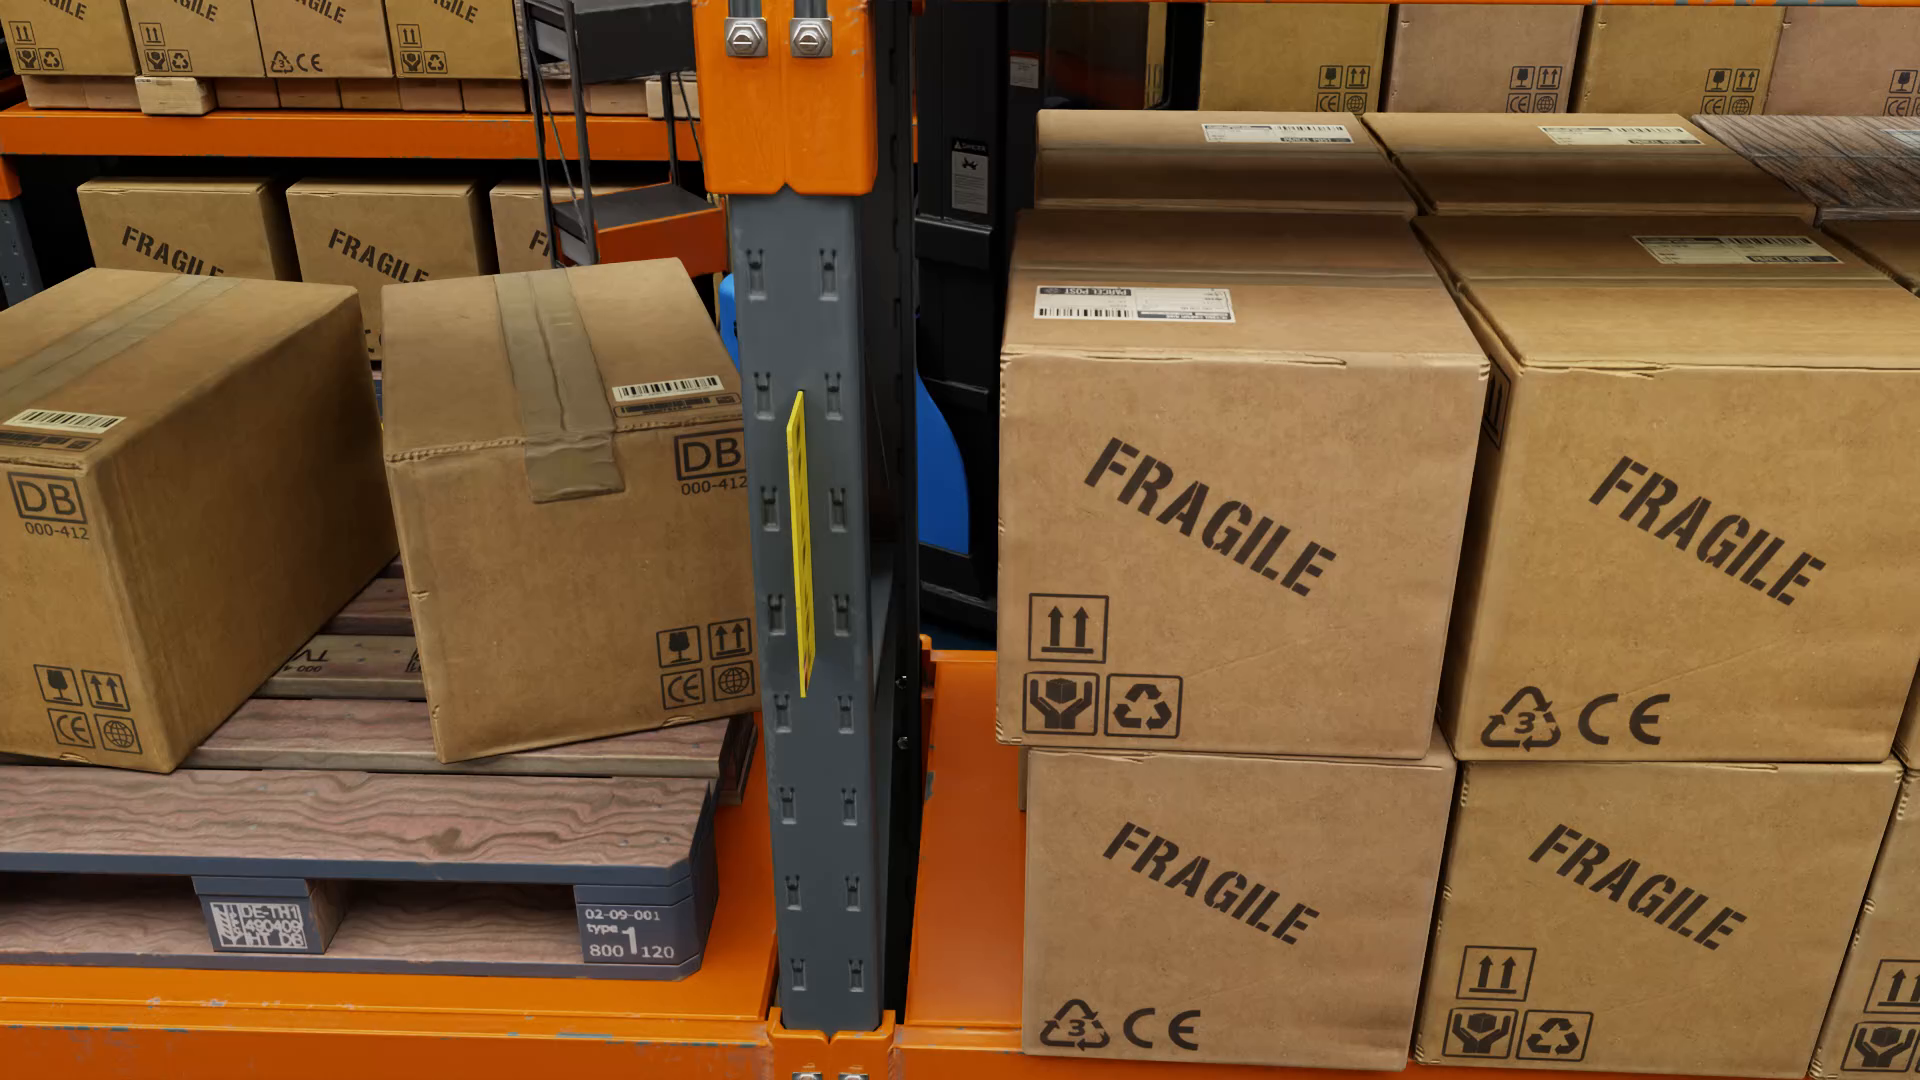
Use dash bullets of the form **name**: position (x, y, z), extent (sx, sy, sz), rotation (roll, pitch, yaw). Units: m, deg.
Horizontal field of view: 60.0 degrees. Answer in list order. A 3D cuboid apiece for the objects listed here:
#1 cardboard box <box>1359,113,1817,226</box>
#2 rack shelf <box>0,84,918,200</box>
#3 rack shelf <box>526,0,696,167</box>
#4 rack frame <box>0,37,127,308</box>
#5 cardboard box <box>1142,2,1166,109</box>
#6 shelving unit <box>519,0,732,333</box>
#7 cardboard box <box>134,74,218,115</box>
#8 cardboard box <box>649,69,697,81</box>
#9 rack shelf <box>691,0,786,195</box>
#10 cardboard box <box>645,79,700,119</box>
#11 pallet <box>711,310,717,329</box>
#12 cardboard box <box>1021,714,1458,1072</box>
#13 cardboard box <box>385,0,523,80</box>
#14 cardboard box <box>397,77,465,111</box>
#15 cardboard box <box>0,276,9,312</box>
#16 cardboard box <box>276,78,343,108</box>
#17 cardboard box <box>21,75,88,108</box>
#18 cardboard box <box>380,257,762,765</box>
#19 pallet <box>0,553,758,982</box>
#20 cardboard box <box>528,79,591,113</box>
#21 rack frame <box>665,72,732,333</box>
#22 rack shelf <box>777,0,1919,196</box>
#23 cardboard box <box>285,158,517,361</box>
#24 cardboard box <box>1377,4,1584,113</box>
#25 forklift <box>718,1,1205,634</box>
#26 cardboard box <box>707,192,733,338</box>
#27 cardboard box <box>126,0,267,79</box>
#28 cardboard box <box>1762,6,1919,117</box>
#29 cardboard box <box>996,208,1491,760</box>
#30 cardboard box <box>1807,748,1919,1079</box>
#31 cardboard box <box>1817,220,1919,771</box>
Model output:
- **cardboard box**: position (0.872, -0.332, 2.499), extent (0.500, 0.500, 0.500), rotation (0, 28, 1)
- **rack shelf**: position (-1.982, -1.774, 7.162), extent (4.000, 0.370, 1.077), rotation (1, 28, 2)
- **rack shelf**: position (-1.120, -1.574, 5.513), extent (0.480, 0.518, 0.431), rotation (-18, 33, -31)
- **rack frame**: position (-3.981, -2.125, 7.056), extent (0.127, 3.000, 1.000), rotation (1, 28, 2)
- **cardboard box**: position (0.558, -2.175, 6.830), extent (0.700, 0.700, 0.980), rotation (1, 28, 3)
- **shelving unit**: position (-1.120, -0.968, 5.834), extent (0.503, 2.100, 0.431), rotation (-18, 33, -31)
- **cardboard box**: position (-3.146, -1.857, 6.797), extent (0.250, 0.149, 0.380), rotation (2, 28, 3)
- **cardboard box**: position (-0.964, -2.137, 6.633), extent (0.500, 0.500, 0.500), rotation (1, 28, 2)
- **rack shelf**: position (-2.153, -0.781, 2.085), extent (4.000, 0.370, 1.077), rotation (1, 28, 2)
- **cardboard box**: position (-1.108, -1.825, 6.737), extent (0.250, 0.149, 0.380), rotation (1, 28, 2)
- **pallet**: position (-0.757, -0.804, 7.542), extent (1.213, 0.211, 1.003), rotation (1, 28, 2)
- **cardboard box**: position (0.345, 0.352, 2.277), extent (0.500, 0.500, 0.500), rotation (2, 28, 3)
- **cardboard box**: position (-1.965, -2.155, 6.667), extent (0.500, 0.500, 0.500), rotation (2, 28, 3)
- **cardboard box**: position (-2.127, -1.889, 6.857), extent (0.250, 0.149, 0.380), rotation (1, 28, 2)
- **cardboard box**: position (-4.702, -1.202, 7.515), extent (0.500, 0.500, 0.700), rotation (1, 28, 3)
- **cardboard box**: position (-2.631, -1.910, 6.897), extent (0.250, 0.149, 0.380), rotation (2, 28, 3)
- **cardboard box**: position (-3.660, -1.909, 6.895), extent (0.250, 0.149, 0.380), rotation (1, 28, 1)
- **cardboard box**: position (-0.620, -0.082, 2.648), extent (0.500, 0.500, 0.700), rotation (-8, 29, -15)
- **pallet**: position (-0.949, 0.280, 2.723), extent (1.213, 0.211, 1.003), rotation (1, 28, 2)
- **cardboard box**: position (-1.599, -1.871, 6.824), extent (0.250, 0.149, 0.380), rotation (0, 28, 0)
- **rack frame**: position (-0.920, -1.034, 5.958), extent (0.015, 2.100, 0.400), rotation (-18, 33, -31)
- **rack shelf**: position (1.844, -0.715, 1.961), extent (4.000, 0.370, 1.077), rotation (1, 28, 2)
- **cardboard box**: position (-2.375, -1.270, 7.289), extent (0.750, 0.750, 0.750), rotation (1, 28, 2)
- **cardboard box**: position (2.015, -2.153, 6.788), extent (0.700, 0.700, 0.980), rotation (0, 28, -1)
- **forklift**: position (0.683, -1.061, 5.122), extent (3.031, 2.935, 1.130), rotation (16, 32, 28)
- **cardboard box**: position (-0.638, -1.245, 7.242), extent (0.750, 0.750, 0.750), rotation (1, 28, 2)
- **cardboard box**: position (-2.981, -2.169, 6.693), extent (0.500, 0.500, 0.500), rotation (2, 28, 3)
- **cardboard box**: position (3.504, -2.129, 6.743), extent (0.700, 0.700, 0.980), rotation (2, 28, 4)
- **cardboard box**: position (0.306, -0.087, 2.036), extent (0.500, 0.500, 0.500), rotation (2, 28, 3)
- **cardboard box**: position (1.357, 0.368, 2.247), extent (0.500, 0.500, 0.500), rotation (1, 28, 2)
- **cardboard box**: position (1.336, -0.070, 2.004), extent (0.500, 0.500, 0.500), rotation (0, 28, 0)
